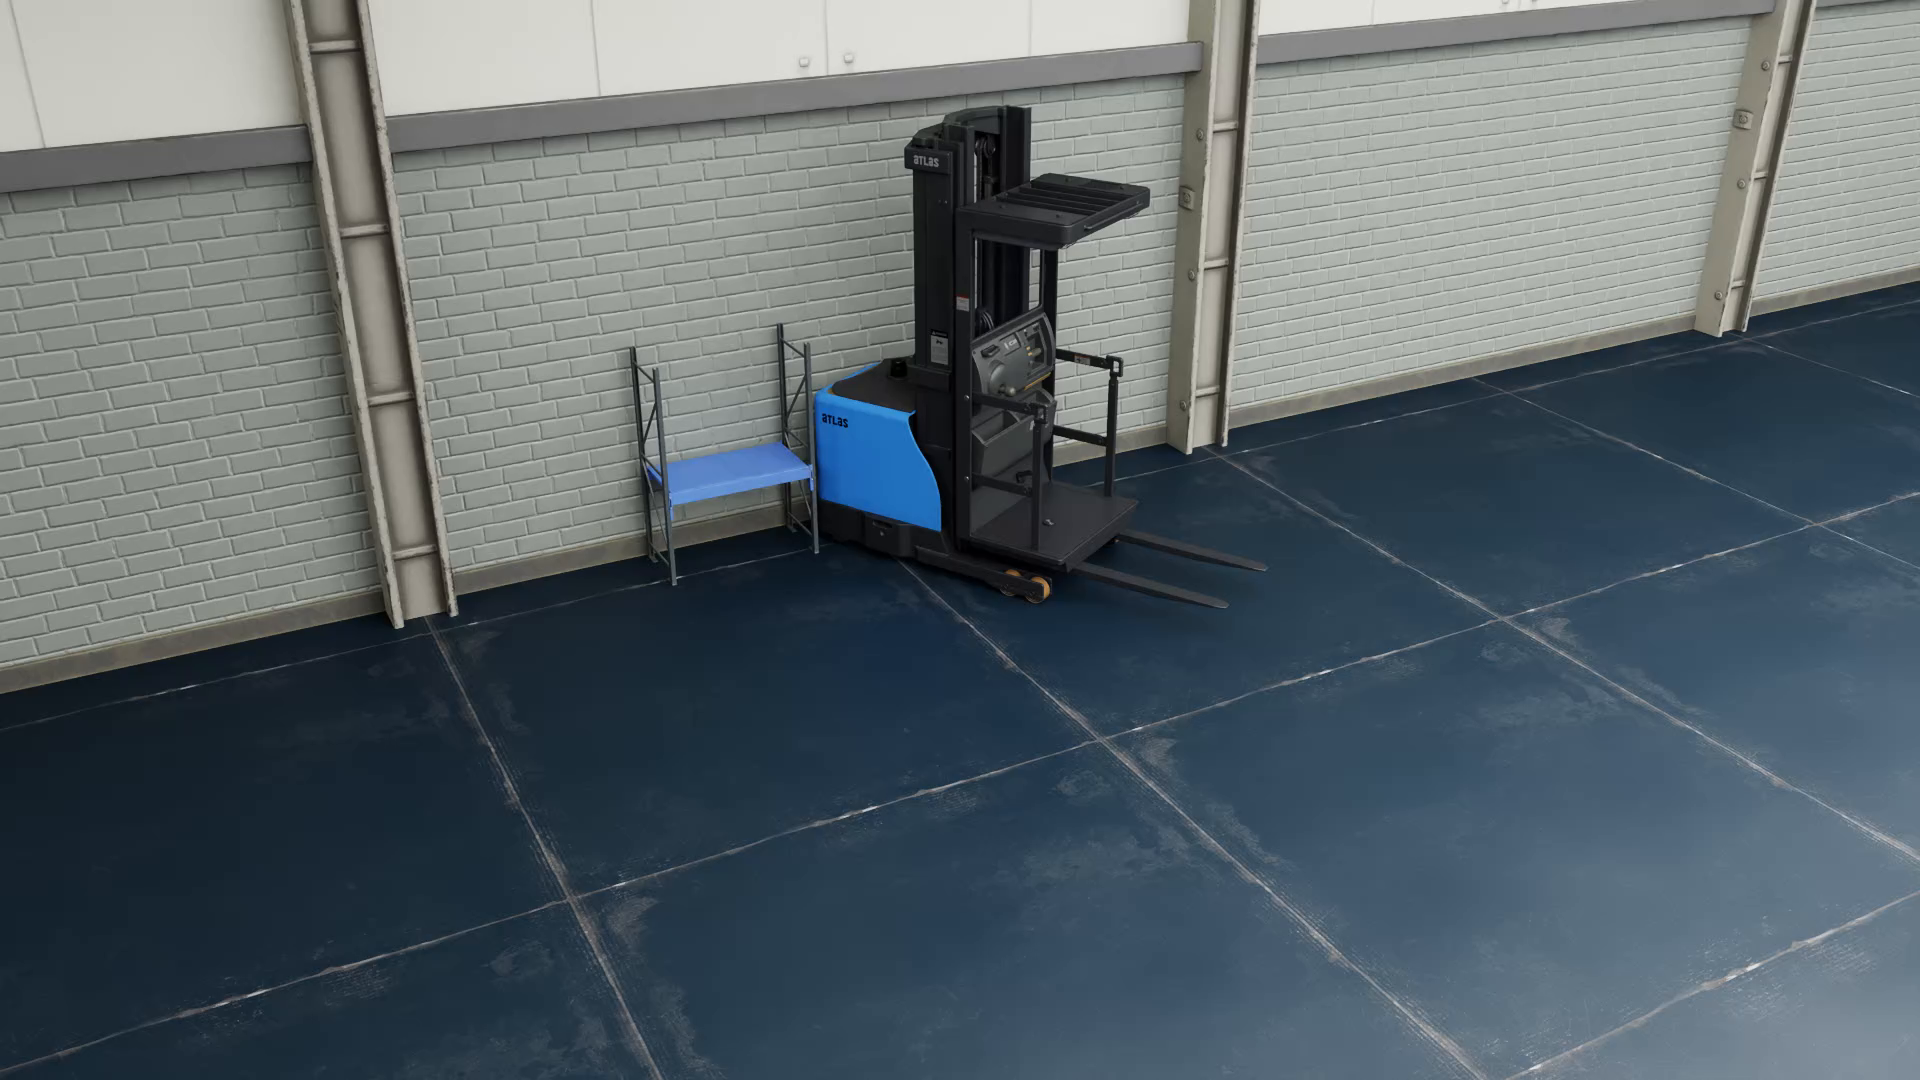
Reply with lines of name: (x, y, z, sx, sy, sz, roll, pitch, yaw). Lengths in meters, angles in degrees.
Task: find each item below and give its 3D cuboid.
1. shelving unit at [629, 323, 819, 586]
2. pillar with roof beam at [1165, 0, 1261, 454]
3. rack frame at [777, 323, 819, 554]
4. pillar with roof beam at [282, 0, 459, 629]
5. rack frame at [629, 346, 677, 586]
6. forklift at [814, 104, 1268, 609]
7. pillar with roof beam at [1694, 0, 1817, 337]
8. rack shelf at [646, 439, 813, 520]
shelving unit: (-1.544, -0.576, 11.018, 1.048, 1.500, 0.538, -13, 29, -25)
pillar with roof beam: (3.889, -3.178, 7.774, 0.400, 9.000, 9.100, -13, 29, -25)
rack frame: (-1.095, -0.679, 11.234, 0.032, 1.500, 0.500, -13, 29, -25)
pillar with roof beam: (-1.405, -1.956, 5.229, 0.400, 9.000, 9.100, -13, 29, -25)
rack frame: (-1.992, -0.472, 10.802, 0.032, 1.500, 0.500, -13, 29, -25)
forklift: (0.525, -1.176, 10.616, 3.031, 2.935, 1.130, 15, 30, 29)
pillar with roof beam: (9.184, -4.400, 10.319, 0.400, 9.000, 9.100, -13, 29, -25)
rack shelf: (-1.544, -0.413, 11.096, 1.000, 0.185, 0.538, -13, 29, -25)
